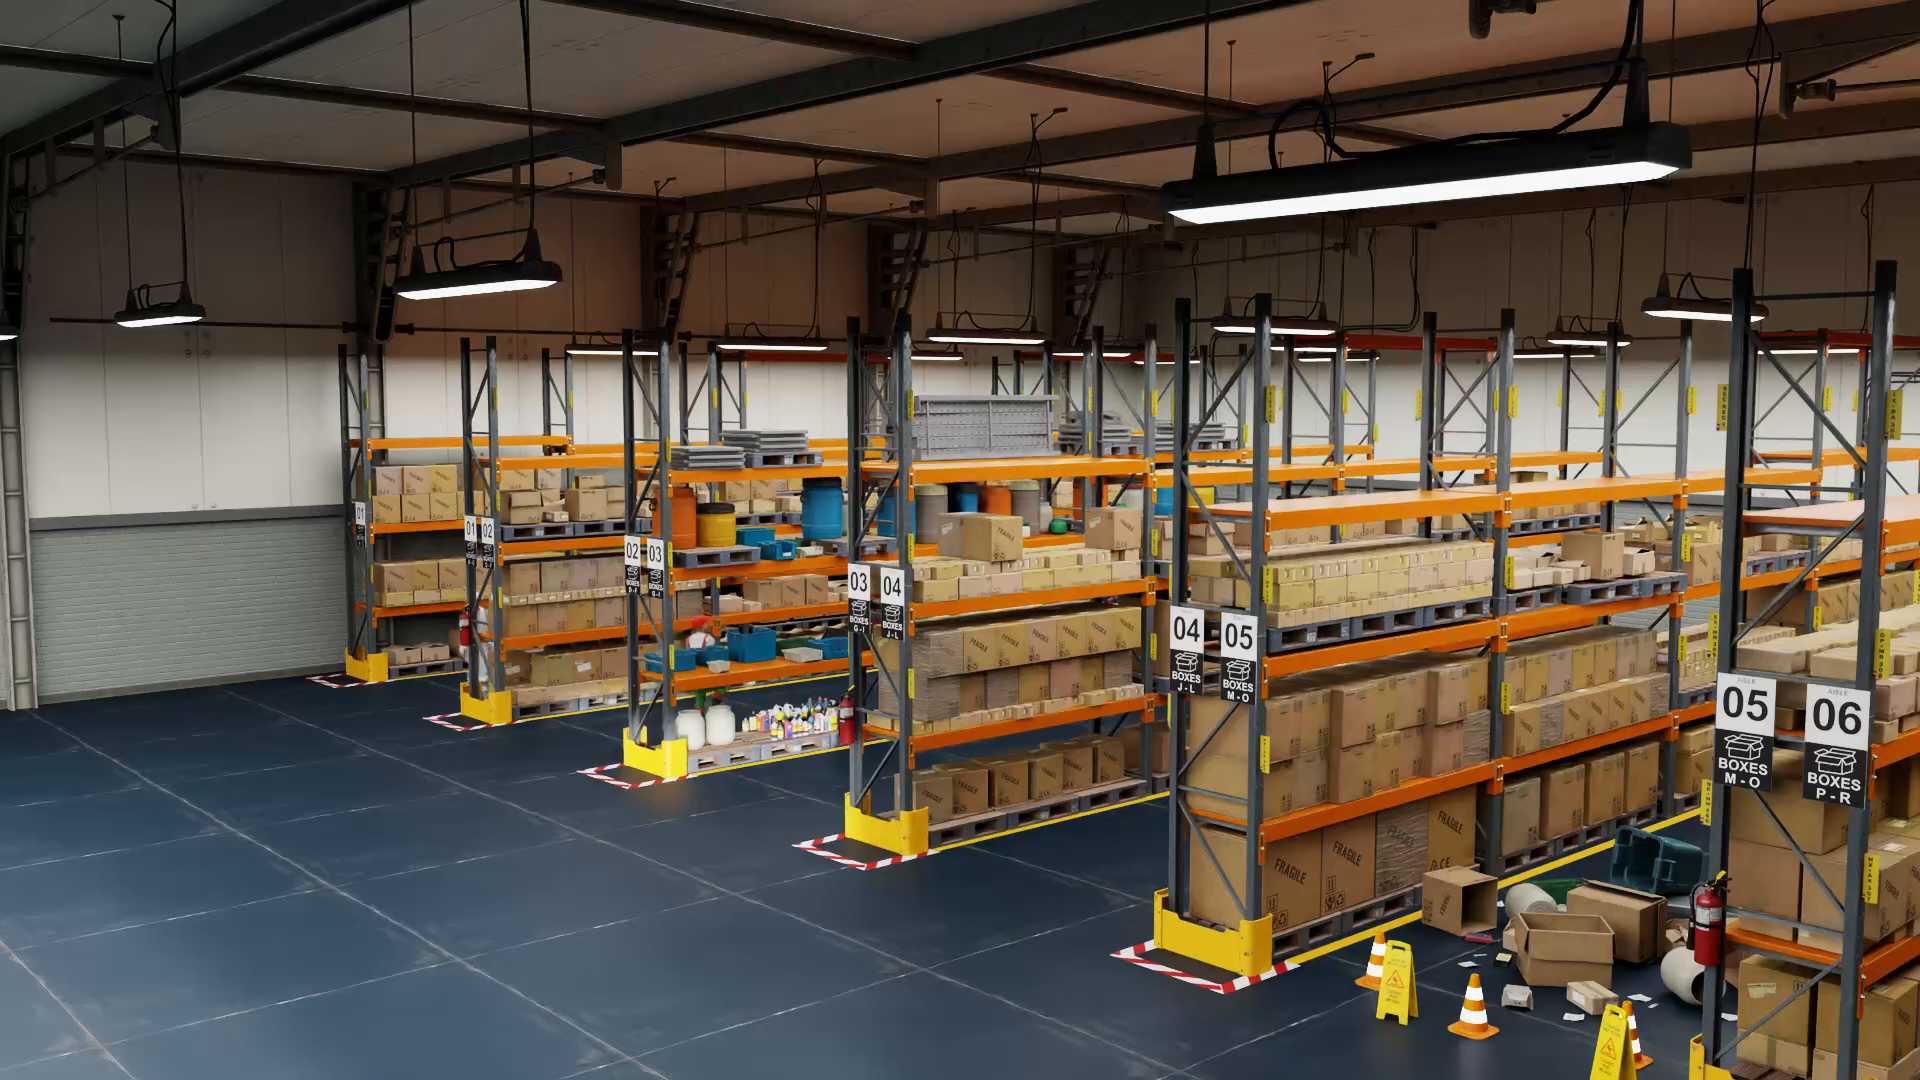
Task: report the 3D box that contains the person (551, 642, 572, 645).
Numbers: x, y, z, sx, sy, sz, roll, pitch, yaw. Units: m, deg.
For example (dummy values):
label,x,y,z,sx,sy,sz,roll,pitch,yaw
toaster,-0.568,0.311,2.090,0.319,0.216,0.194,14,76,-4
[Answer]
label,x,y,z,sx,sy,sz,roll,pitch,yaw
person,-7.382,1.602,30.760,0.680,1.691,0.532,-1,5,-16

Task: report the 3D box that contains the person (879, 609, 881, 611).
label,x,y,z,sx,sy,sz,roll,pitch,yaw
person,-1.532,1.129,35.341,0.537,1.732,0.993,5,7,44

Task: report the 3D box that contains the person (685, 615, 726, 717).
label,x,y,z,sx,sy,sz,roll,pitch,yaw
person,-3.843,1.991,25.002,0.539,1.766,0.572,1,5,12

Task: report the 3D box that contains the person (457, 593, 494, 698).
label,x,y,z,sx,sy,sz,roll,pitch,yaw
person,-8.147,1.760,27.985,0.573,1.794,0.367,-3,6,-27
